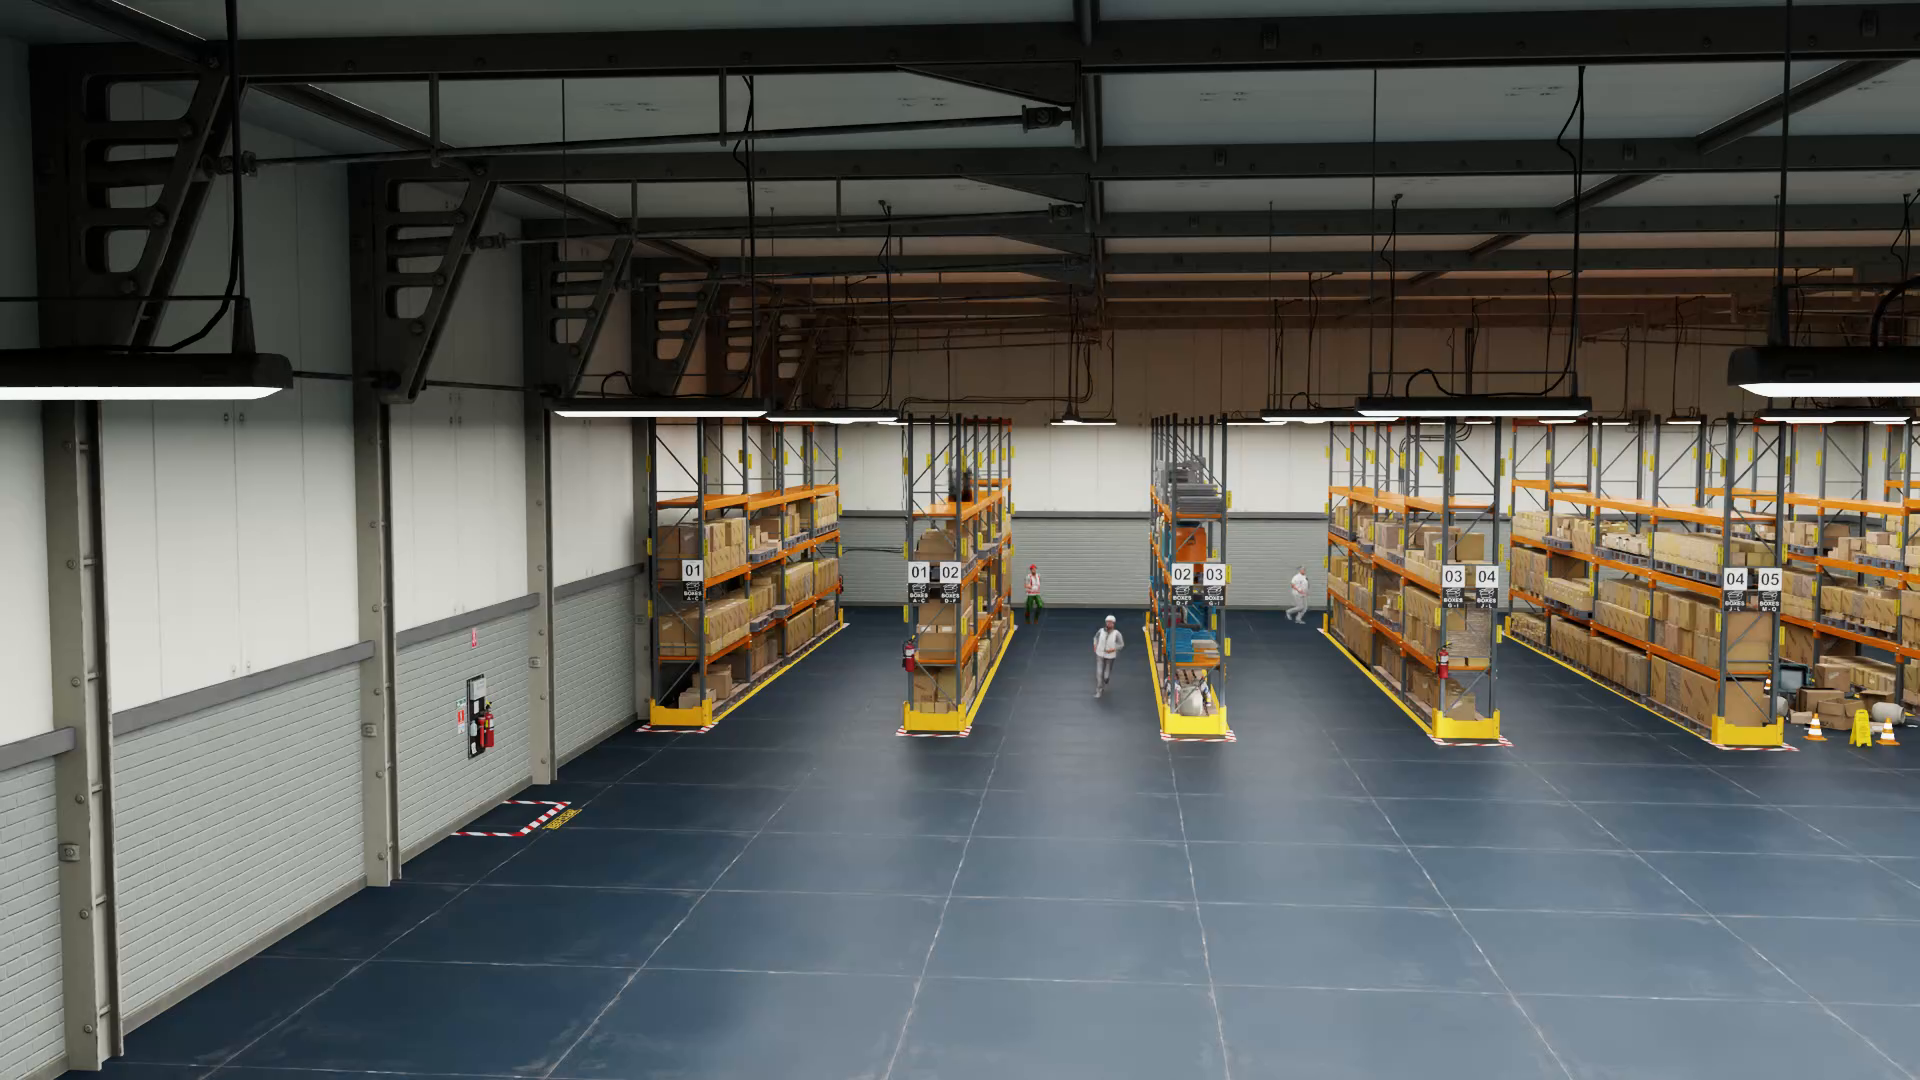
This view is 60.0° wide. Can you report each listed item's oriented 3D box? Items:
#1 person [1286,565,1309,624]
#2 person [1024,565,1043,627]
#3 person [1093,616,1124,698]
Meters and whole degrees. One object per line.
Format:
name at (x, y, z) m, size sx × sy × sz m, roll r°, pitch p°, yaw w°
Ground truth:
person at (9.933, 1.582, 48.783) m, size 0.609 × 1.728 × 0.649 m, roll 3°, pitch 5°, yaw 41°
person at (2.137, 1.604, 47.987) m, size 0.648 × 1.800 × 0.808 m, roll -2°, pitch 4°, yaw -26°
person at (3.172, 2.480, 35.595) m, size 0.696 × 1.741 × 0.759 m, roll 1°, pitch 4°, yaw 17°
